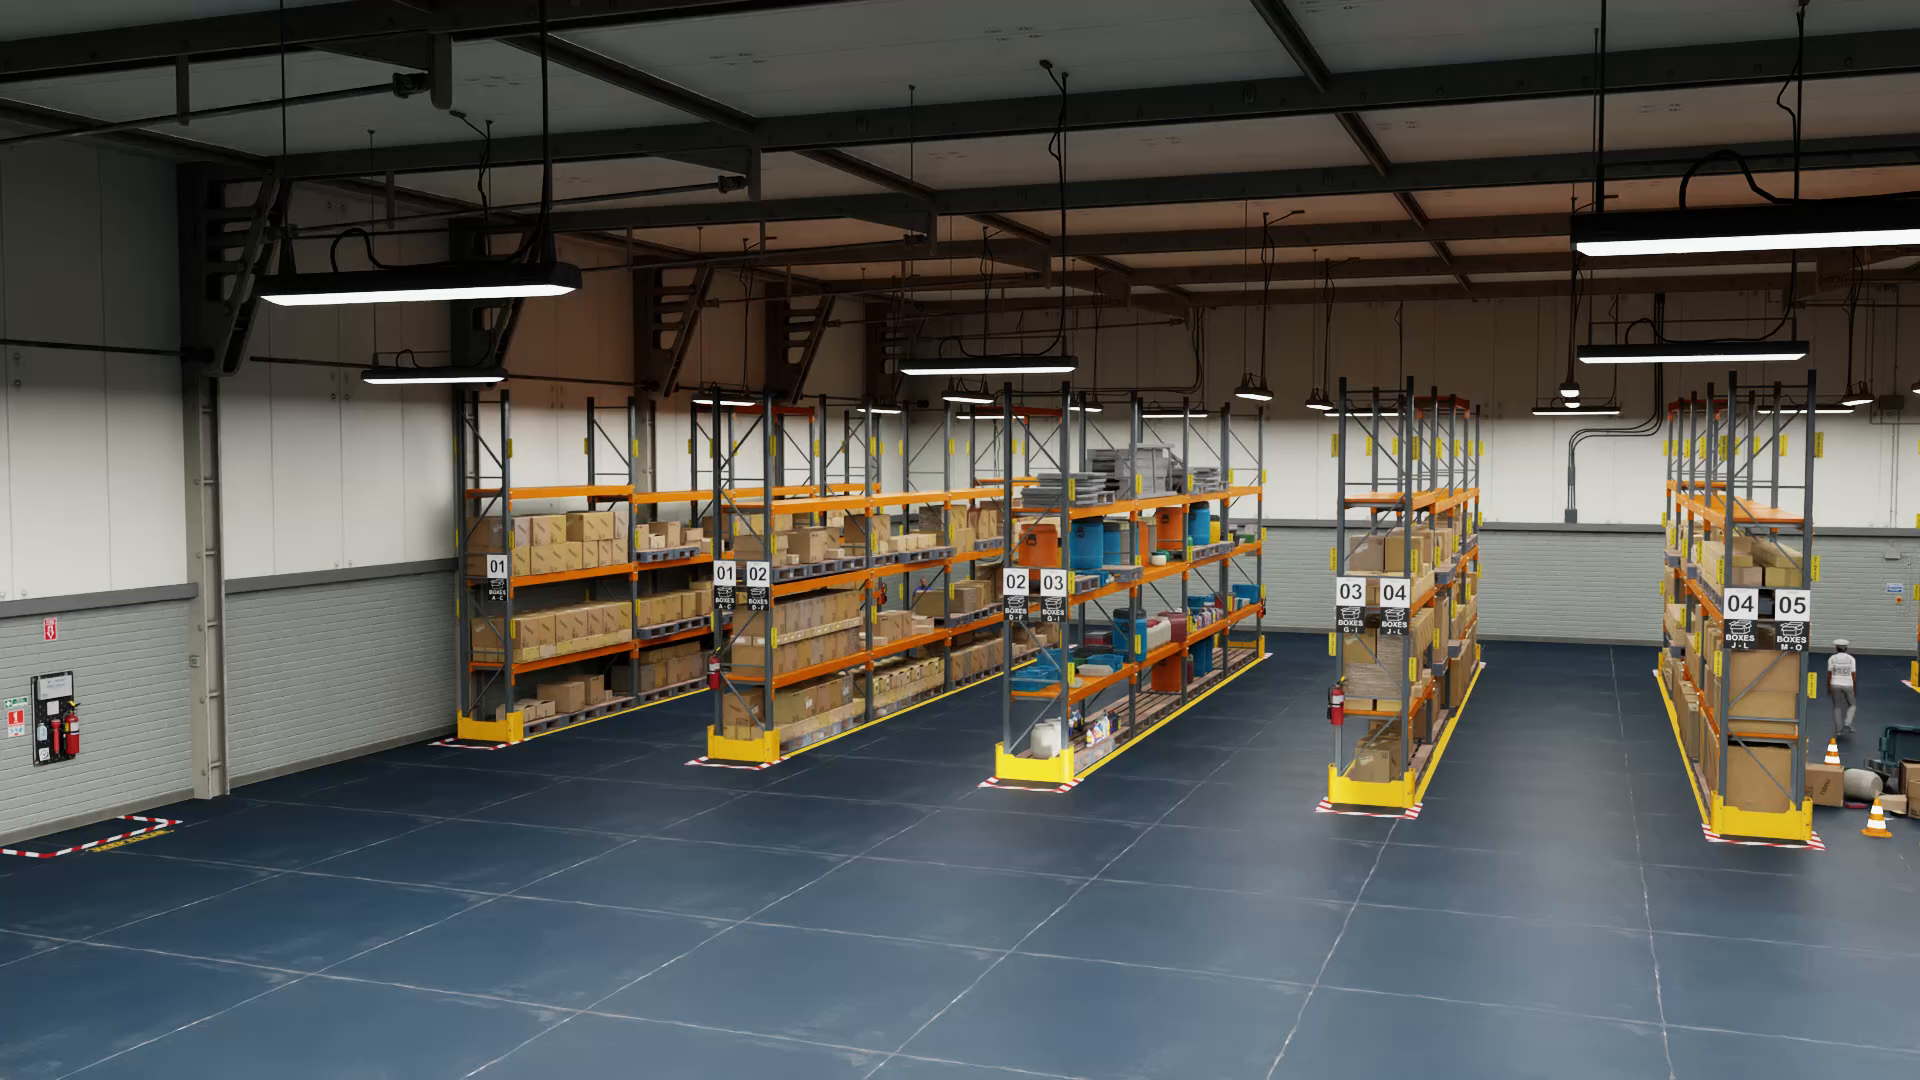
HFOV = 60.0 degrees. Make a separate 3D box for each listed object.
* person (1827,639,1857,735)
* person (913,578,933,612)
[{"bbox_3d":[15.356,2.574,28.939,0.491,1.673,0.461,1,3,23],"label":"person"},{"bbox_3d":[-0.913,1.800,43.420,0.637,1.636,0.848,0,3,-4],"label":"person"}]
